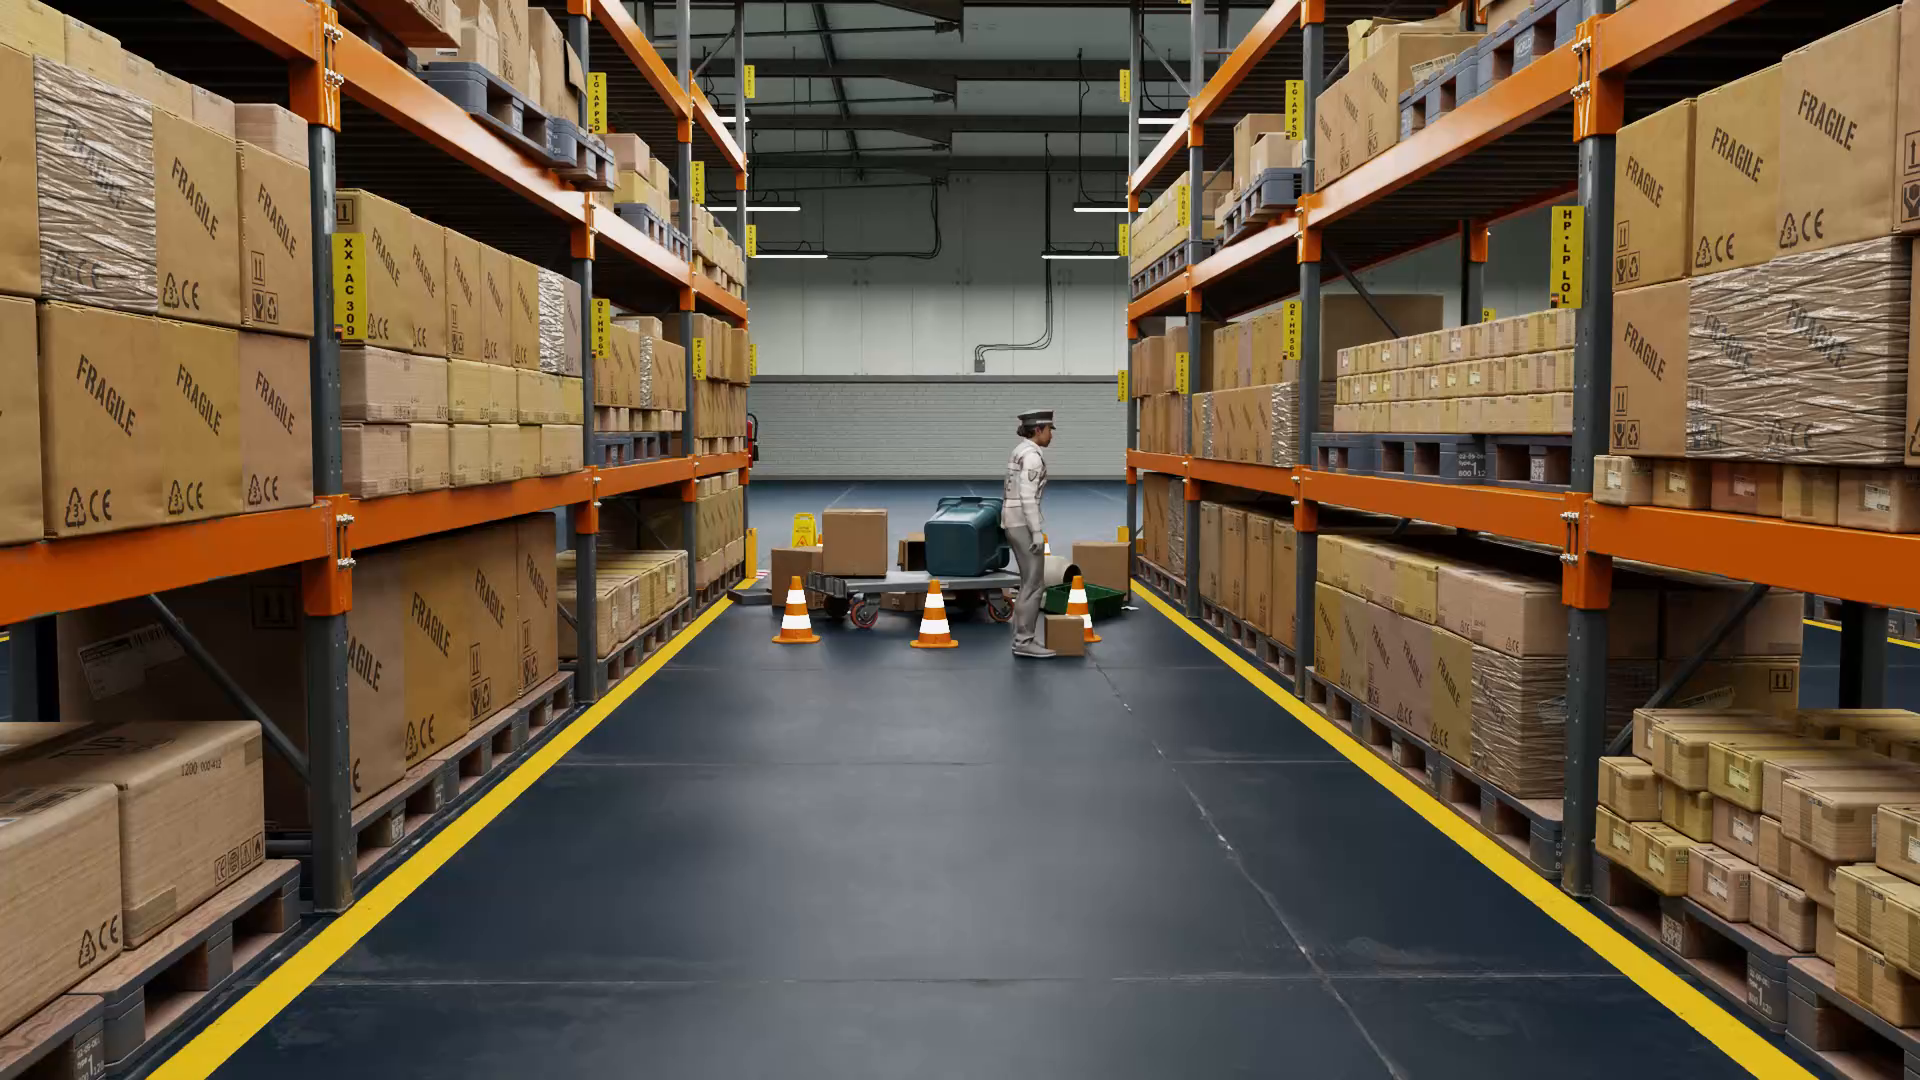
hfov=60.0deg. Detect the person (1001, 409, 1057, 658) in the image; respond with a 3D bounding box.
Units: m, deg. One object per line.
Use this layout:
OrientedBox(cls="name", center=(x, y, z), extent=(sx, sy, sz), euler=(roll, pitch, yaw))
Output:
OrientedBox(cls="person", center=(0.467, -0.054, 11.280), extent=(0.374, 1.661, 0.539), euler=(0, 4, -5))
